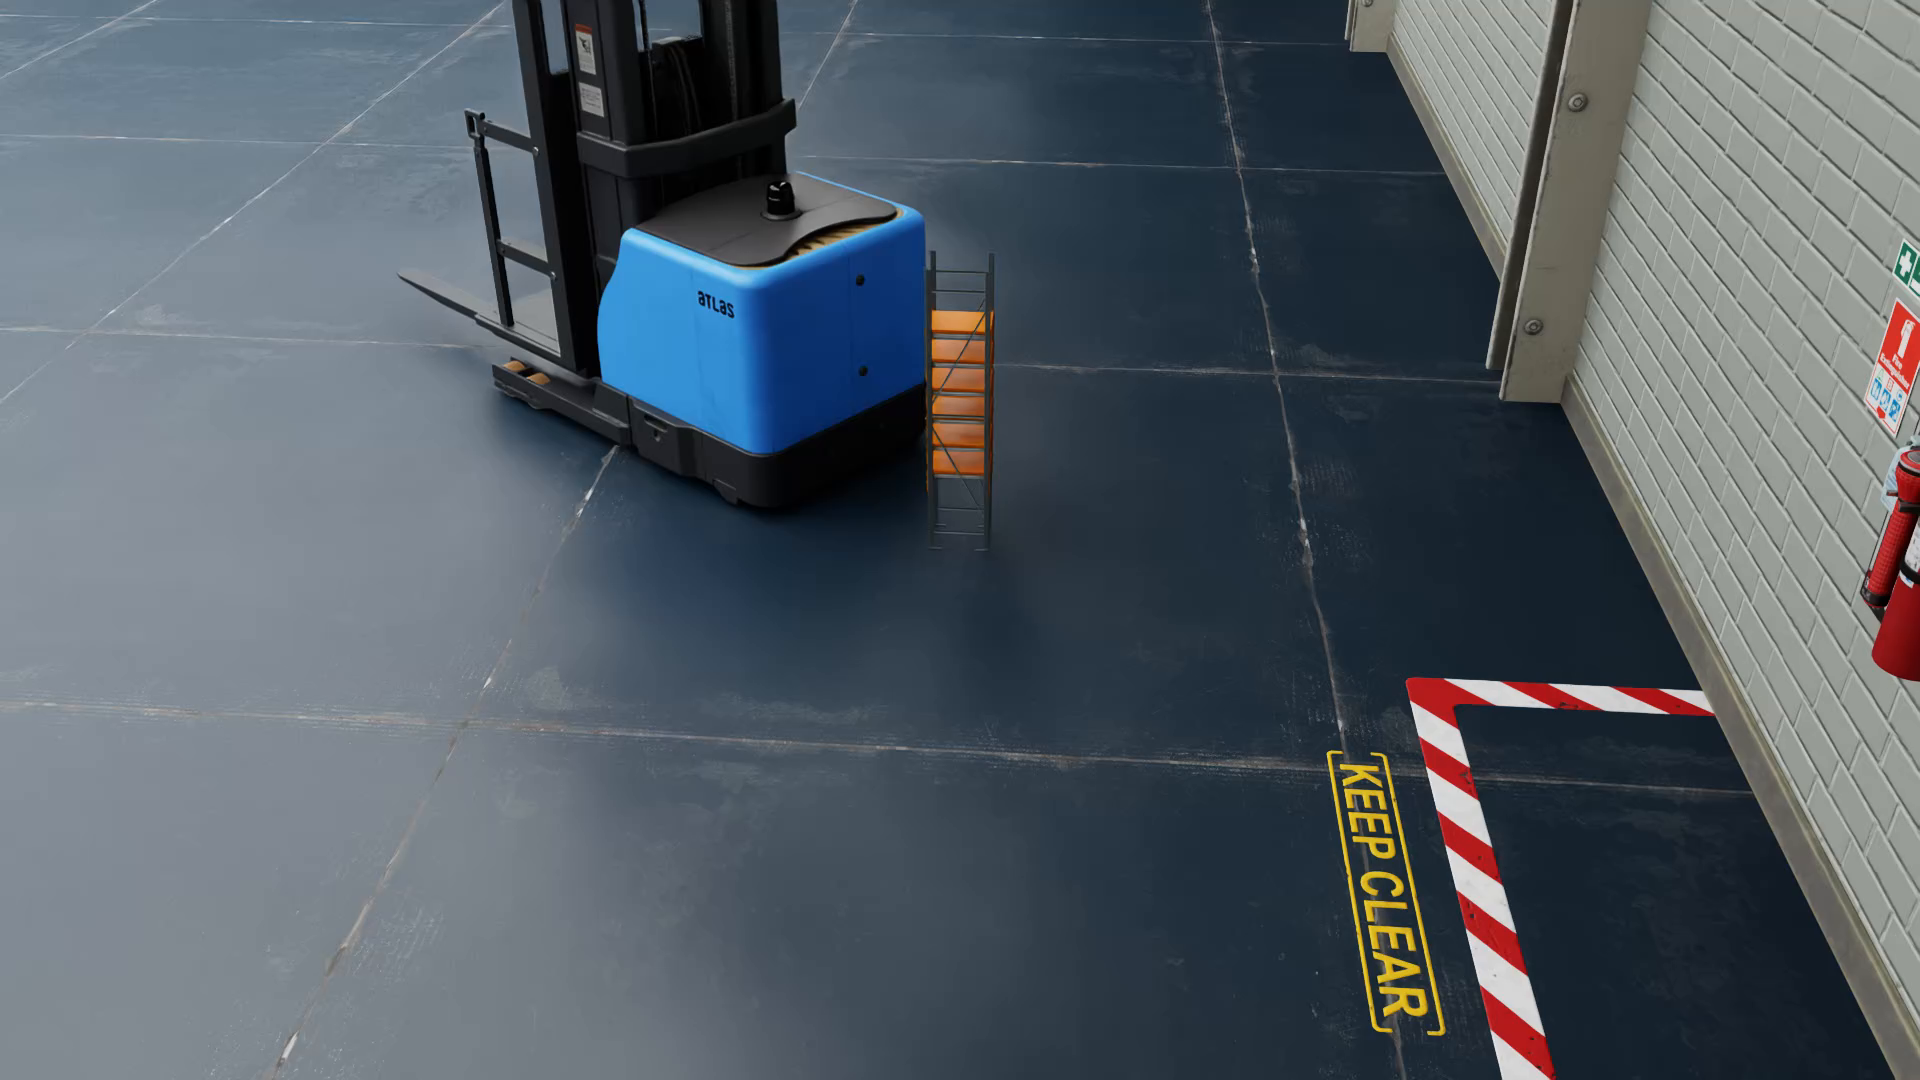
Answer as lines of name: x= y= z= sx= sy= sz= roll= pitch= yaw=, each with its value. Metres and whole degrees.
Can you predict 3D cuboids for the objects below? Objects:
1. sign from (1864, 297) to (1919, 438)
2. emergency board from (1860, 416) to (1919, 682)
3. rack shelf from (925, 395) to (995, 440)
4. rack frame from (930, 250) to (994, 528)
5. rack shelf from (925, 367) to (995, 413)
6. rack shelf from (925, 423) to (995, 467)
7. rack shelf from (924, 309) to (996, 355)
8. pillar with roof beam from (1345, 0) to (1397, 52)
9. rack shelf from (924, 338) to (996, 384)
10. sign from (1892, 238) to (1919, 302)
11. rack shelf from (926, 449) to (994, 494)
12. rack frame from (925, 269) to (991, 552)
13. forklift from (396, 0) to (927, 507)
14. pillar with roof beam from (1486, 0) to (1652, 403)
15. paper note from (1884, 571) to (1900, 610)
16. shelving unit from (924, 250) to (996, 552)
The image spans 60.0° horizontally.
sign: x=2.610 y=-0.481 z=4.638 sx=0.001 sy=0.329 sz=0.234 roll=2 pitch=32 yaw=4
emergency board: x=2.463 y=-0.182 z=4.186 sx=0.194 sy=1.169 sz=0.643 roll=2 pitch=32 yaw=4
rack shelf: x=0.001 y=-0.481 z=6.471 sx=0.258 sy=0.103 sz=0.180 roll=2 pitch=32 yaw=4
rack frame: x=0.009 y=-0.566 z=6.525 sx=0.240 sy=1.200 sz=0.006 roll=2 pitch=32 yaw=4
rack shelf: x=0.001 y=-0.583 z=6.408 sx=0.258 sy=0.103 sz=0.180 roll=2 pitch=32 yaw=4
rack shelf: x=0.001 y=-0.378 z=6.534 sx=0.258 sy=0.103 sz=0.180 roll=2 pitch=32 yaw=4
rack shelf: x=0.001 y=-0.787 z=6.282 sx=0.258 sy=0.103 sz=0.180 roll=2 pitch=32 yaw=4
pillar with roof beam: x=-1.090 y=-7.904 z=10.998 sx=9.100 sy=9.000 sz=0.400 roll=2 pitch=32 yaw=4
rack shelf: x=0.001 y=-0.685 z=6.345 sx=0.258 sy=0.103 sz=0.180 roll=2 pitch=32 yaw=4
sign: x=2.601 y=-0.705 z=4.496 sx=0.001 sy=0.109 sz=0.331 roll=2 pitch=32 yaw=4
rack shelf: x=0.001 y=-0.276 z=6.597 sx=0.258 sy=0.103 sz=0.180 roll=2 pitch=32 yaw=4
rack frame: x=-0.006 y=-0.471 z=6.370 sx=0.240 sy=1.200 sz=0.006 roll=2 pitch=32 yaw=4
forklift: x=-1.559 y=-2.035 z=7.258 sx=3.031 sy=2.935 sz=1.130 roll=25 pitch=40 yaw=35
pillar with roof beam: x=-1.579 y=-4.766 z=5.907 sx=9.100 sy=9.000 sz=0.400 roll=2 pitch=32 yaw=4
paper note: x=2.546 y=0.104 z=4.562 sx=0.016 sy=0.148 sz=0.142 roll=2 pitch=32 yaw=4
shelving unit: x=0.001 y=-0.518 z=6.447 sx=0.258 sy=1.200 sz=0.189 roll=2 pitch=32 yaw=4
